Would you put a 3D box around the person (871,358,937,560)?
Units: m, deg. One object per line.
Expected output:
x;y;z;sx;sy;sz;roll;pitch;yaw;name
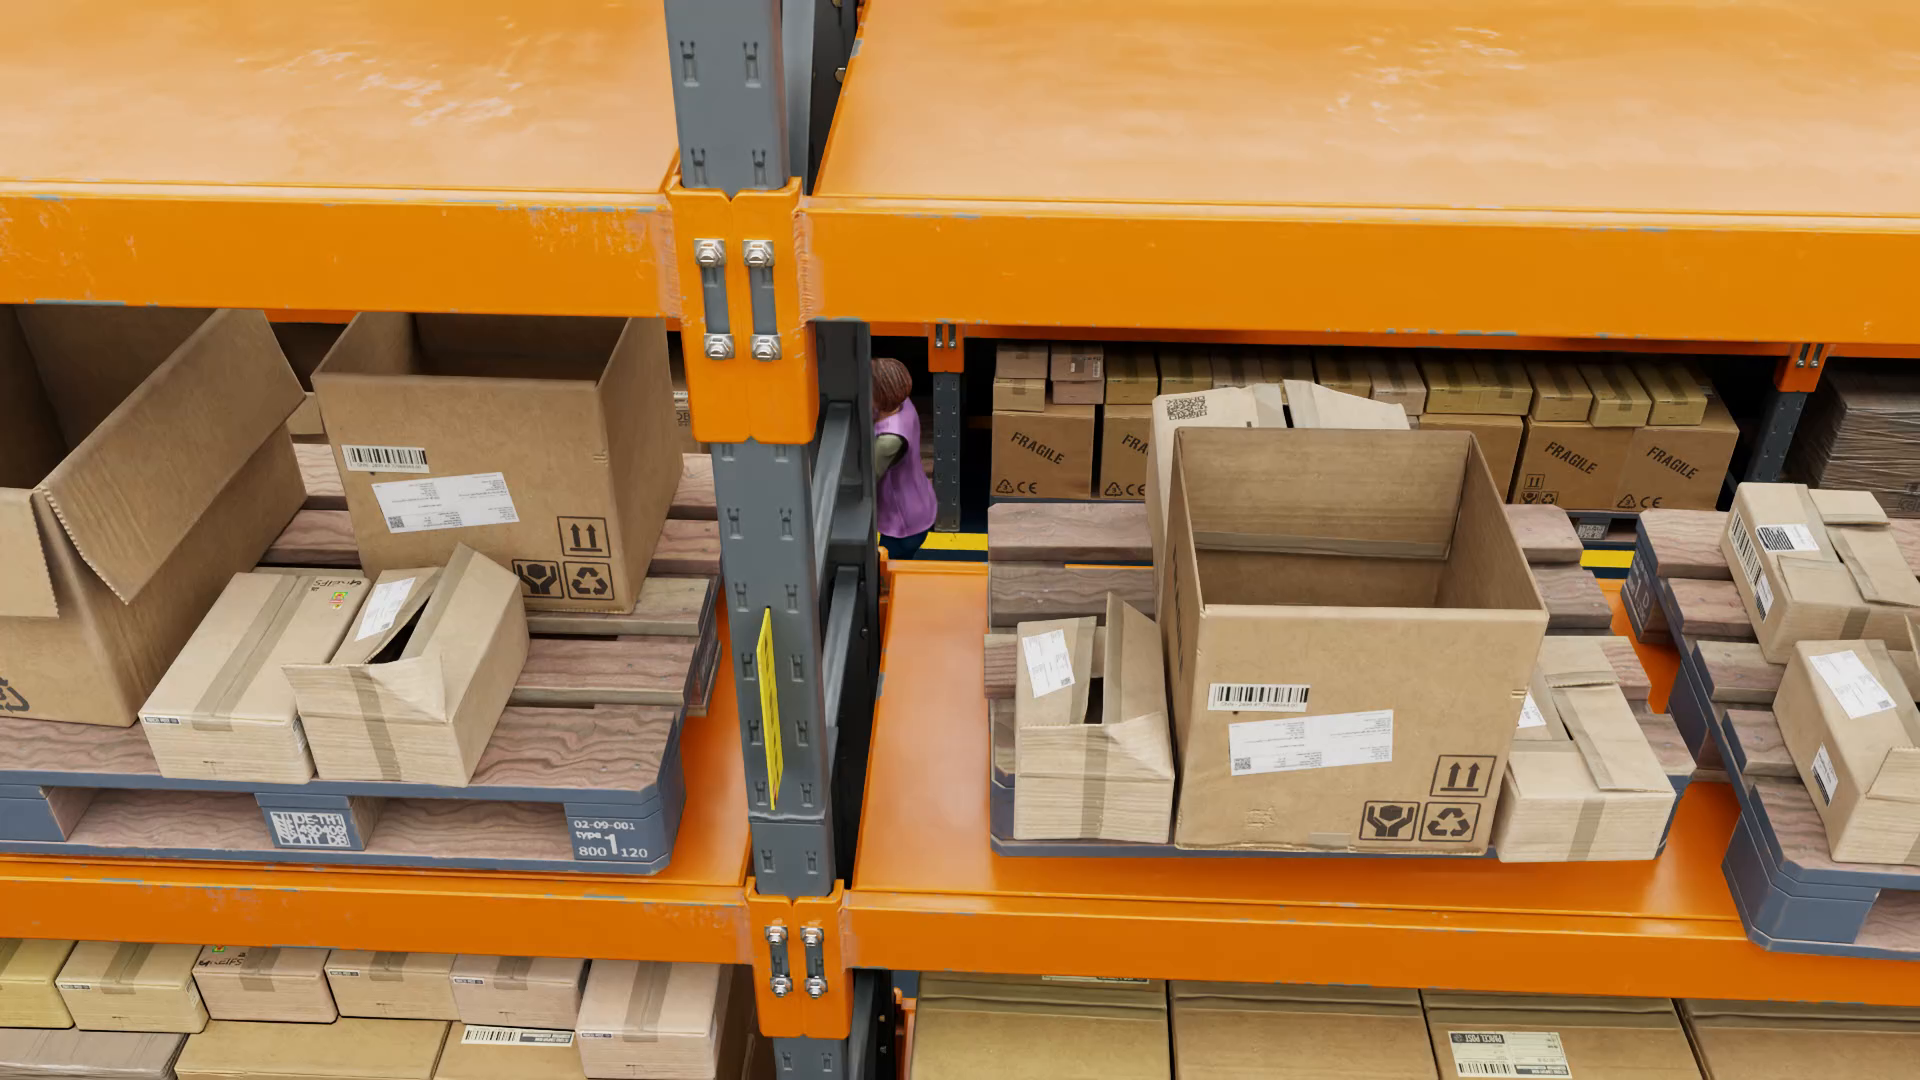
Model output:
-0.351;-0.096;7.259;0.508;1.596;0.375;2;36;3;person
